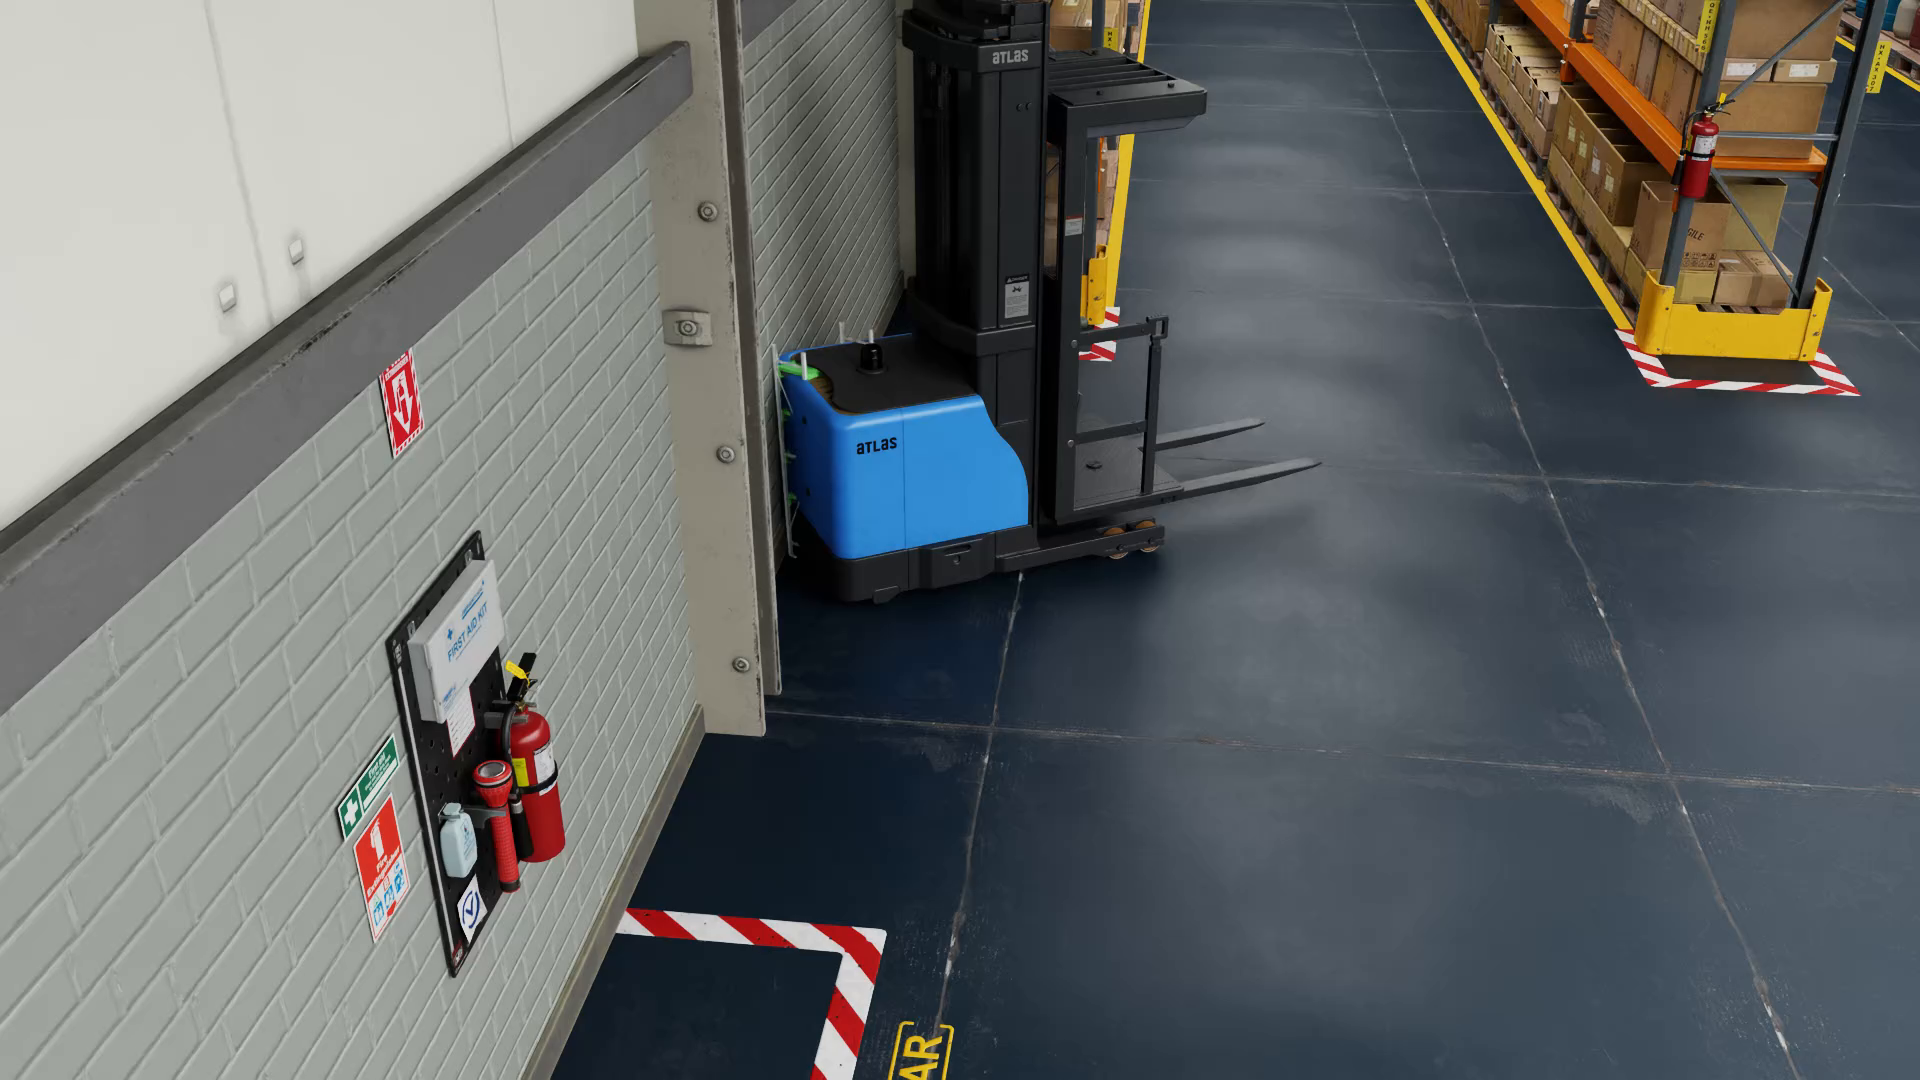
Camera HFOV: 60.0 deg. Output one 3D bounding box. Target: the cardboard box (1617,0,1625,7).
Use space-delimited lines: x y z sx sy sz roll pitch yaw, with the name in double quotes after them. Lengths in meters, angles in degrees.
5.572 -4.419 13.501 0.380 0.149 0.250 3 28 6 "cardboard box"

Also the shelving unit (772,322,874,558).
-0.698 -0.512 8.932 0.258 1.200 0.503 19 31 38 "shelving unit"

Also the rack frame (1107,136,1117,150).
0.972 -4.854 15.098 1.000 3.000 0.127 3 28 6 "rack frame"

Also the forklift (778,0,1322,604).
0.573 -1.406 8.770 3.031 2.935 1.130 -11 30 -20 "forklift"

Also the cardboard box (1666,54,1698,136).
5.528 -3.196 11.914 0.700 0.500 0.500 4 29 8 "cardboard box"

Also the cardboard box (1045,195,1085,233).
0.725 -2.570 13.229 0.500 0.311 0.500 6 29 10 "cardboard box"

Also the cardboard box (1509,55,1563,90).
5.840 -4.713 16.701 0.500 0.311 0.500 3 28 6 "cardboard box"

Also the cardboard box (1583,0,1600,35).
5.905 -4.736 15.037 0.500 0.250 0.500 5 29 9 "cardboard box"

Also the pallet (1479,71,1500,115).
6.239 -4.838 18.008 1.003 0.211 1.213 3 28 6 "pallet"

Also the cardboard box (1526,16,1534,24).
6.718 -5.742 18.917 0.500 0.500 0.500 5 29 8 "cardboard box"

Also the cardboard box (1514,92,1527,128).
5.778 -4.233 16.402 0.500 0.250 0.500 4 29 7 "cardboard box"

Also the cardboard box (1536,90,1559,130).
5.653 -3.997 15.371 0.500 0.311 0.500 3 28 6 "cardboard box"

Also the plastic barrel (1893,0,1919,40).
11.456 -6.285 19.934 0.421 0.512 0.421 0 28 0 "plastic barrel"

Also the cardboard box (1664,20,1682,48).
5.383 -3.691 12.150 0.380 0.149 0.250 4 29 8 "cardboard box"

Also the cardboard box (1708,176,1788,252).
5.744 -2.465 12.328 0.500 0.500 0.500 3 28 6 "cardboard box"

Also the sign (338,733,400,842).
-1.528 0.638 4.307 0.001 0.109 0.331 3 28 6 "sign"

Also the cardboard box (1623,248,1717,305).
5.171 -1.929 12.125 0.500 0.250 0.500 3 28 6 "cardboard box"

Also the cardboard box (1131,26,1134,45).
1.682 -6.314 19.631 0.750 0.750 0.750 3 28 6 "cardboard box"

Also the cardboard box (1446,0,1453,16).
6.513 -6.962 21.181 0.500 0.500 0.500 4 29 7 "cardboard box"

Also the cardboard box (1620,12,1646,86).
5.717 -3.918 13.255 0.700 0.500 0.500 4 29 7 "cardboard box"

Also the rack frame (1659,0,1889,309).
5.398 -2.685 11.072 1.000 3.000 0.127 3 28 6 "rack frame"

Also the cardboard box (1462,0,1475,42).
6.324 -6.242 19.845 0.500 0.500 0.500 2 28 4 "cardboard box"

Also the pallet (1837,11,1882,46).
11.648 -6.456 21.011 1.003 0.211 1.213 3 28 6 "pallet"

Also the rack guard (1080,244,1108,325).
0.491 -1.907 12.262 1.175 0.500 0.348 3 28 6 "rack guard"

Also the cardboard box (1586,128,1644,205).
5.339 -2.966 13.259 0.500 0.500 0.500 3 28 6 "cardboard box"

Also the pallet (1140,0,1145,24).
1.932 -7.025 22.067 1.003 0.211 1.213 3 28 6 "pallet"

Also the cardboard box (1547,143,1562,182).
5.531 -3.342 14.747 0.500 0.250 0.500 3 28 6 "cardboard box"

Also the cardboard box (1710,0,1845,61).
5.475 -3.544 11.193 0.700 0.500 0.500 3 29 6 "cardboard box"

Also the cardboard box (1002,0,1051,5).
0.400 -3.715 12.329 0.500 0.500 0.500 4 29 7 "cardboard box"

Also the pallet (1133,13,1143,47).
1.785 -6.449 20.998 1.003 0.211 1.213 3 28 6 "pallet"

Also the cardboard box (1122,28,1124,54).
1.099 -4.085 13.807 0.500 0.250 0.500 3 28 6 "cardboard box"

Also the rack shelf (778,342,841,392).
-0.711 -0.892 8.762 0.258 0.148 0.480 19 31 38 "rack shelf"

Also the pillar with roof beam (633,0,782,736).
3.246 -2.918 5.178 9.100 9.000 0.400 3 28 6 "pillar with roof beam"

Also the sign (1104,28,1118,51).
1.020 -3.321 11.339 0.100 0.325 0.005 3 28 6 "sign"

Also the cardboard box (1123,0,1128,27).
1.165 -4.651 14.068 0.500 0.500 0.500 3 28 6 "cardboard box"

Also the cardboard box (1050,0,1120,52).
0.909 -3.684 12.271 0.500 0.500 0.500 3 29 6 "cardboard box"

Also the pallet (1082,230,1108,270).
0.625 -2.160 13.037 1.003 0.211 1.213 3 28 6 "pallet"

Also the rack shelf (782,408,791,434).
-0.703 -0.673 8.860 0.258 0.148 0.480 19 31 38 "rack shelf"

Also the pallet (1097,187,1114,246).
0.777 -2.733 14.100 1.003 0.211 1.213 3 28 6 "pallet"

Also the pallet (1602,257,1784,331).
5.450 -1.820 12.406 1.003 0.211 1.213 3 28 6 "pallet"

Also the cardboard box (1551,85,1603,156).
5.521 -3.673 14.570 0.500 0.500 0.500 3 28 6 "cardboard box"

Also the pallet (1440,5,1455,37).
6.806 -6.721 21.503 1.003 0.211 1.213 3 28 6 "pallet"

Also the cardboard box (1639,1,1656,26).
5.477 -4.053 12.821 0.380 0.149 0.250 3 28 6 "cardboard box"

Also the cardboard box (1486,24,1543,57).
6.023 -5.443 18.055 0.500 0.311 0.500 4 29 8 "cardboard box"

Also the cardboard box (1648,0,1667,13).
5.656 -4.265 12.531 0.700 0.500 0.500 3 28 6 "cardboard box"

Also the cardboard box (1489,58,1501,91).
5.962 -4.959 17.749 0.500 0.250 0.500 3 28 5 "cardboard box"

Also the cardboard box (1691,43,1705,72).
5.287 -3.329 11.477 0.380 0.149 0.250 4 29 7 "cardboard box"

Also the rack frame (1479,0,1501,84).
6.379 -6.451 18.062 1.000 3.000 0.127 3 28 6 "rack frame"

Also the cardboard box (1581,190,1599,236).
5.343 -2.636 13.437 0.500 0.250 0.500 3 28 6 "cardboard box"

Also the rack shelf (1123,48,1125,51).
1.217 -5.479 17.016 1.077 0.370 4.000 3 28 6 "rack shelf"
